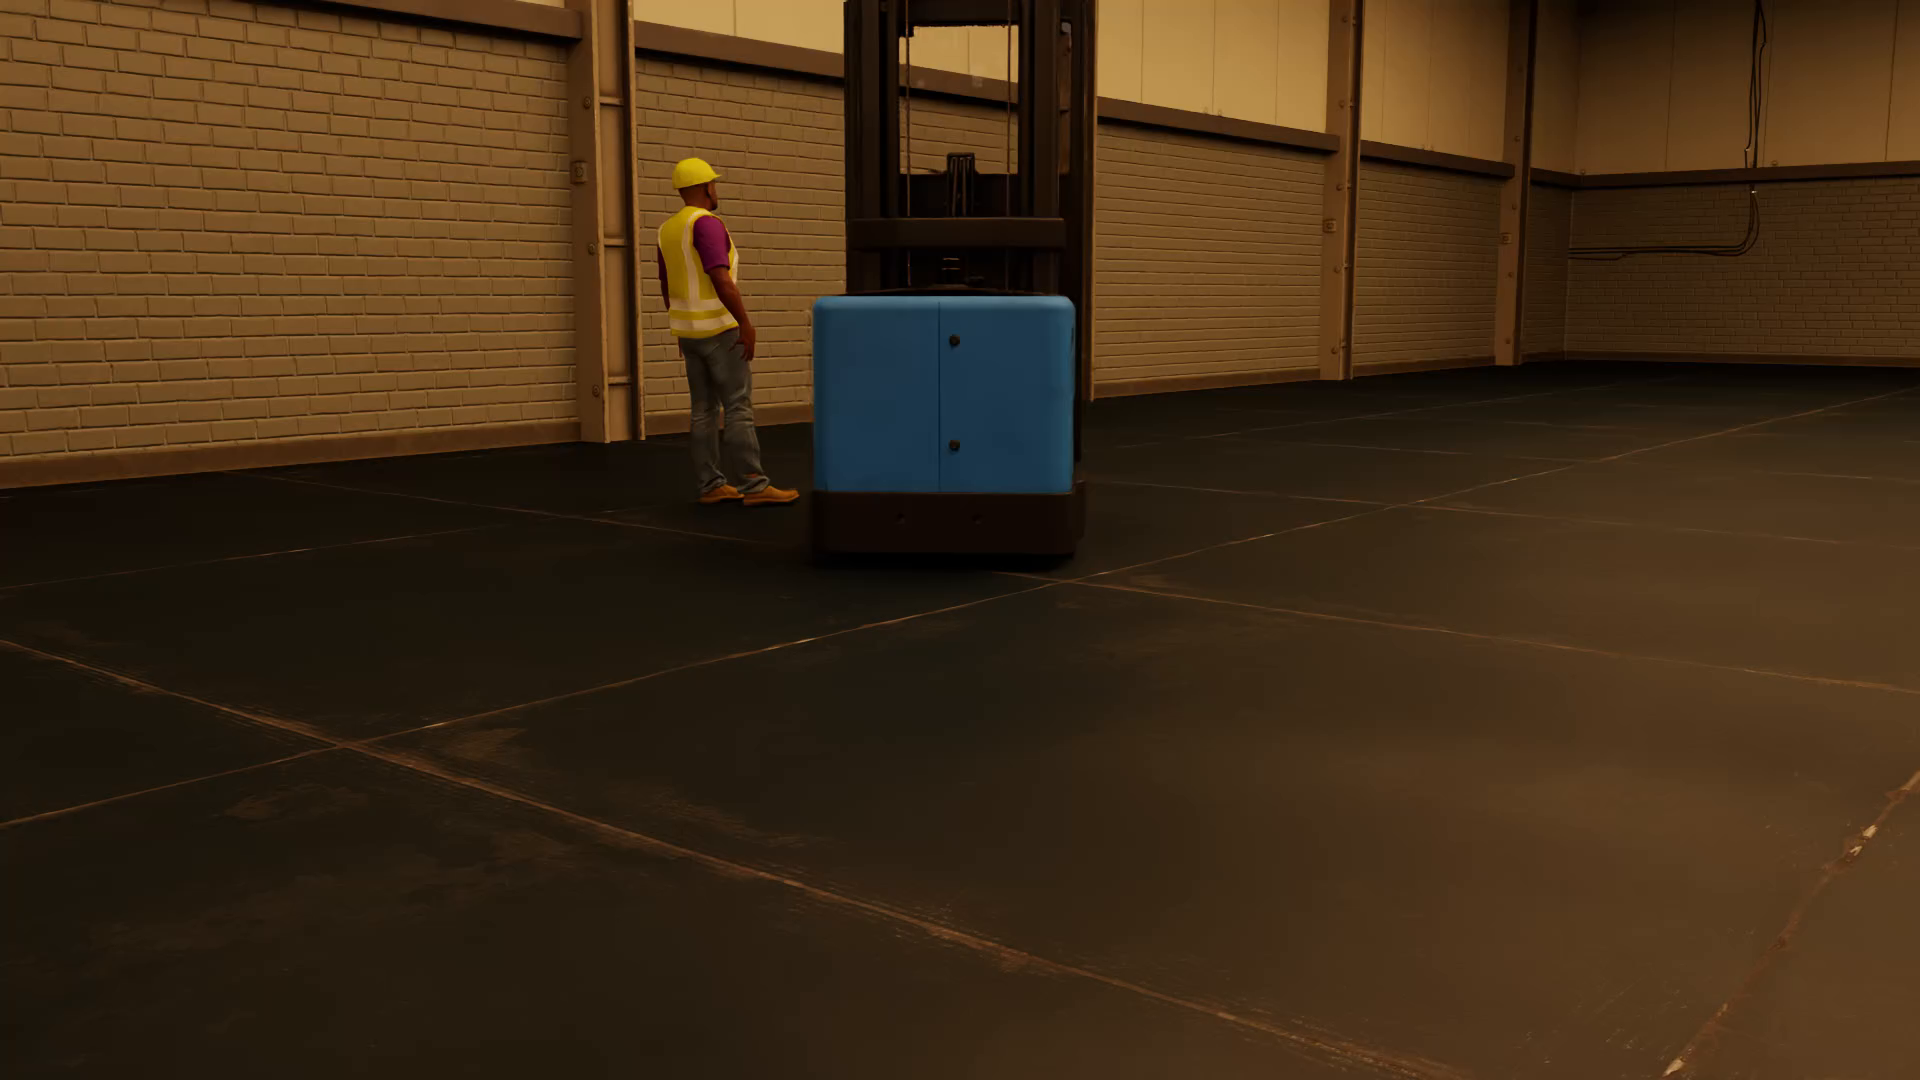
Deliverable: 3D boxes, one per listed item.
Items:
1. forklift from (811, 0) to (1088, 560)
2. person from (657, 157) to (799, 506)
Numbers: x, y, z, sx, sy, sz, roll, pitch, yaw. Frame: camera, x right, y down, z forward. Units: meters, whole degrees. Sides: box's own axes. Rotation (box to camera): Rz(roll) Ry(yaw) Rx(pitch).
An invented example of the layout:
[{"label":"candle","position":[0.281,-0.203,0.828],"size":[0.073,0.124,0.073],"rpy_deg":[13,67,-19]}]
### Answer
[{"label":"forklift","position":[0.041,-1.544,7.832],"size":[1.130,2.935,3.031],"rpy_deg":[1,8,5]},{"label":"person","position":[-1.234,-1.075,8.615],"size":[0.569,1.768,0.668],"rpy_deg":[-7,11,-40]}]
